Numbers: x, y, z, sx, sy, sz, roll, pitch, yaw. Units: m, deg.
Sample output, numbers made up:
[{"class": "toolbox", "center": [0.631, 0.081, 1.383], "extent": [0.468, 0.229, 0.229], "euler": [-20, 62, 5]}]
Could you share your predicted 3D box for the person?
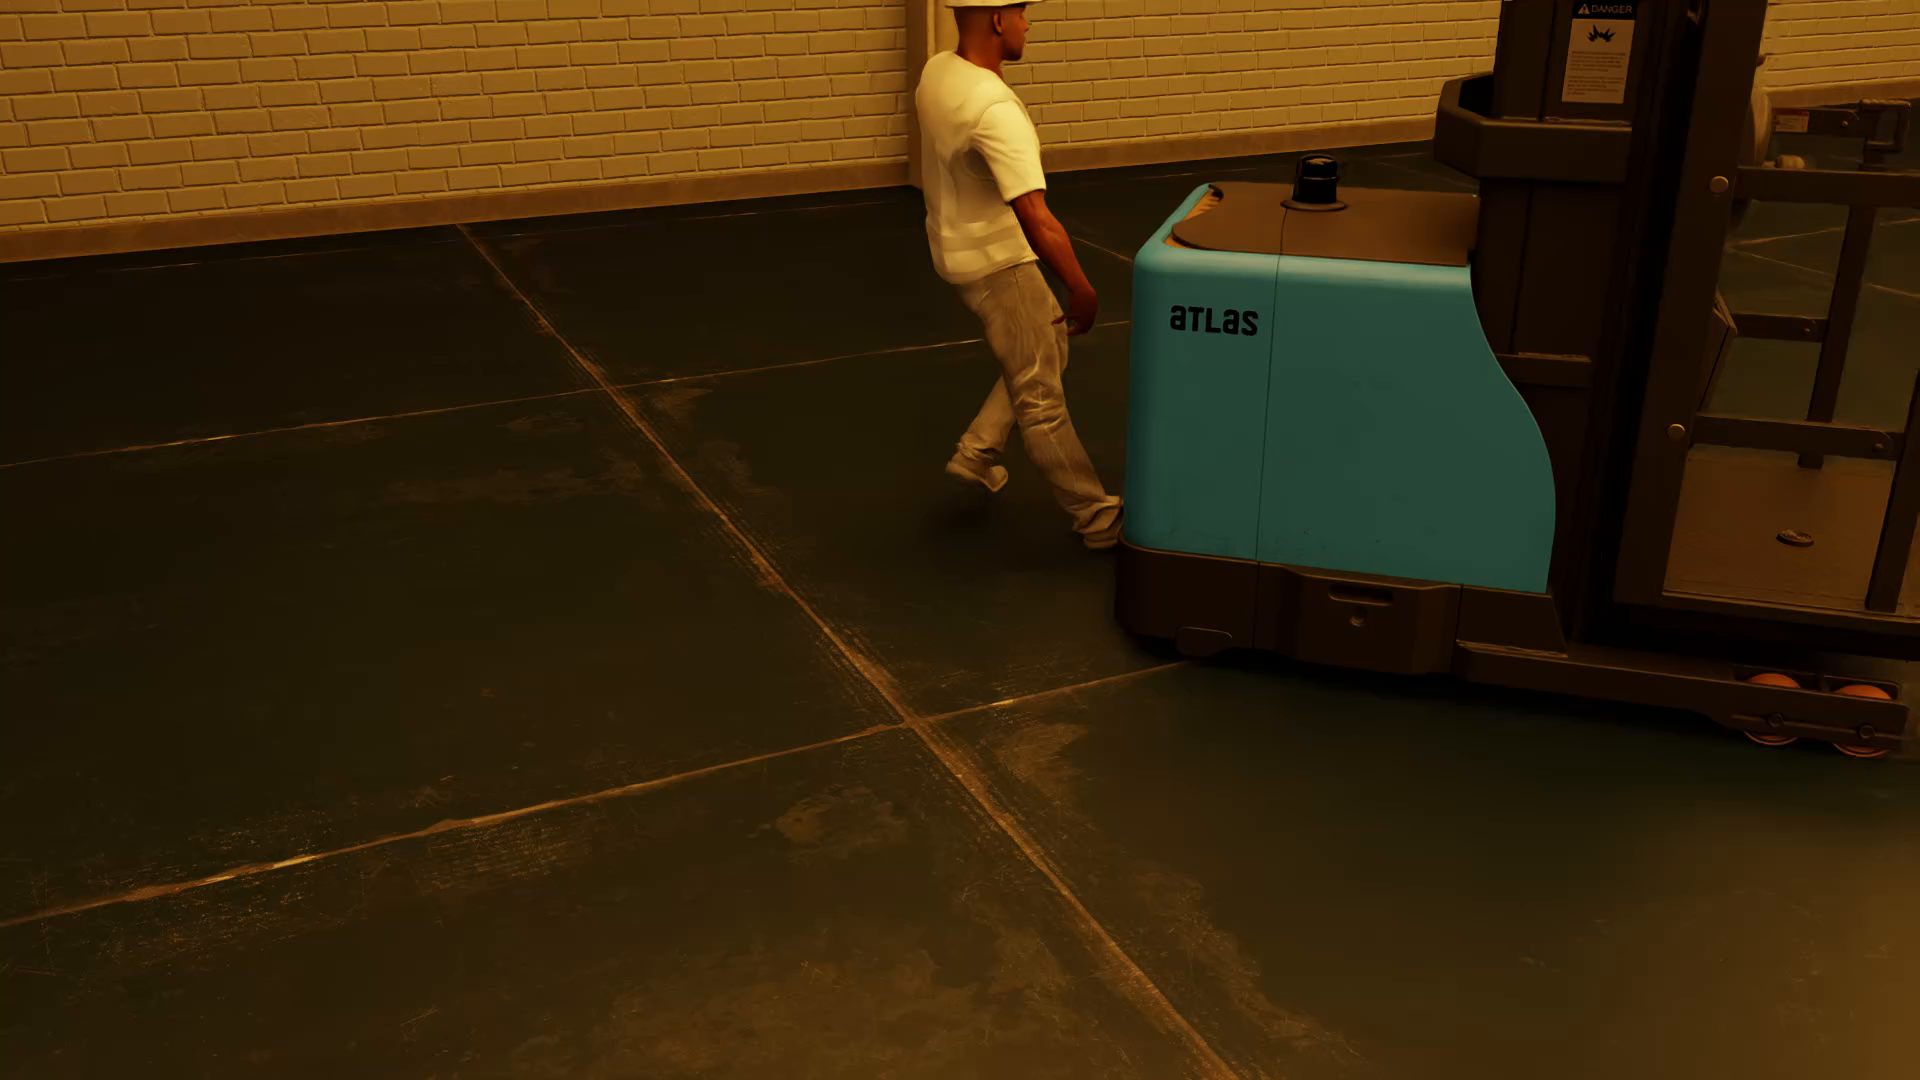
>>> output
[{"class": "person", "center": [0.257, -0.854, 4.975], "extent": [0.733, 1.692, 0.752], "euler": [-5, 23, -11]}]

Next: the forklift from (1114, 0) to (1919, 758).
[{"class": "forklift", "center": [1.985, -1.074, 3.871], "extent": [3.031, 2.935, 1.130], "euler": [7, 23, 16]}]
